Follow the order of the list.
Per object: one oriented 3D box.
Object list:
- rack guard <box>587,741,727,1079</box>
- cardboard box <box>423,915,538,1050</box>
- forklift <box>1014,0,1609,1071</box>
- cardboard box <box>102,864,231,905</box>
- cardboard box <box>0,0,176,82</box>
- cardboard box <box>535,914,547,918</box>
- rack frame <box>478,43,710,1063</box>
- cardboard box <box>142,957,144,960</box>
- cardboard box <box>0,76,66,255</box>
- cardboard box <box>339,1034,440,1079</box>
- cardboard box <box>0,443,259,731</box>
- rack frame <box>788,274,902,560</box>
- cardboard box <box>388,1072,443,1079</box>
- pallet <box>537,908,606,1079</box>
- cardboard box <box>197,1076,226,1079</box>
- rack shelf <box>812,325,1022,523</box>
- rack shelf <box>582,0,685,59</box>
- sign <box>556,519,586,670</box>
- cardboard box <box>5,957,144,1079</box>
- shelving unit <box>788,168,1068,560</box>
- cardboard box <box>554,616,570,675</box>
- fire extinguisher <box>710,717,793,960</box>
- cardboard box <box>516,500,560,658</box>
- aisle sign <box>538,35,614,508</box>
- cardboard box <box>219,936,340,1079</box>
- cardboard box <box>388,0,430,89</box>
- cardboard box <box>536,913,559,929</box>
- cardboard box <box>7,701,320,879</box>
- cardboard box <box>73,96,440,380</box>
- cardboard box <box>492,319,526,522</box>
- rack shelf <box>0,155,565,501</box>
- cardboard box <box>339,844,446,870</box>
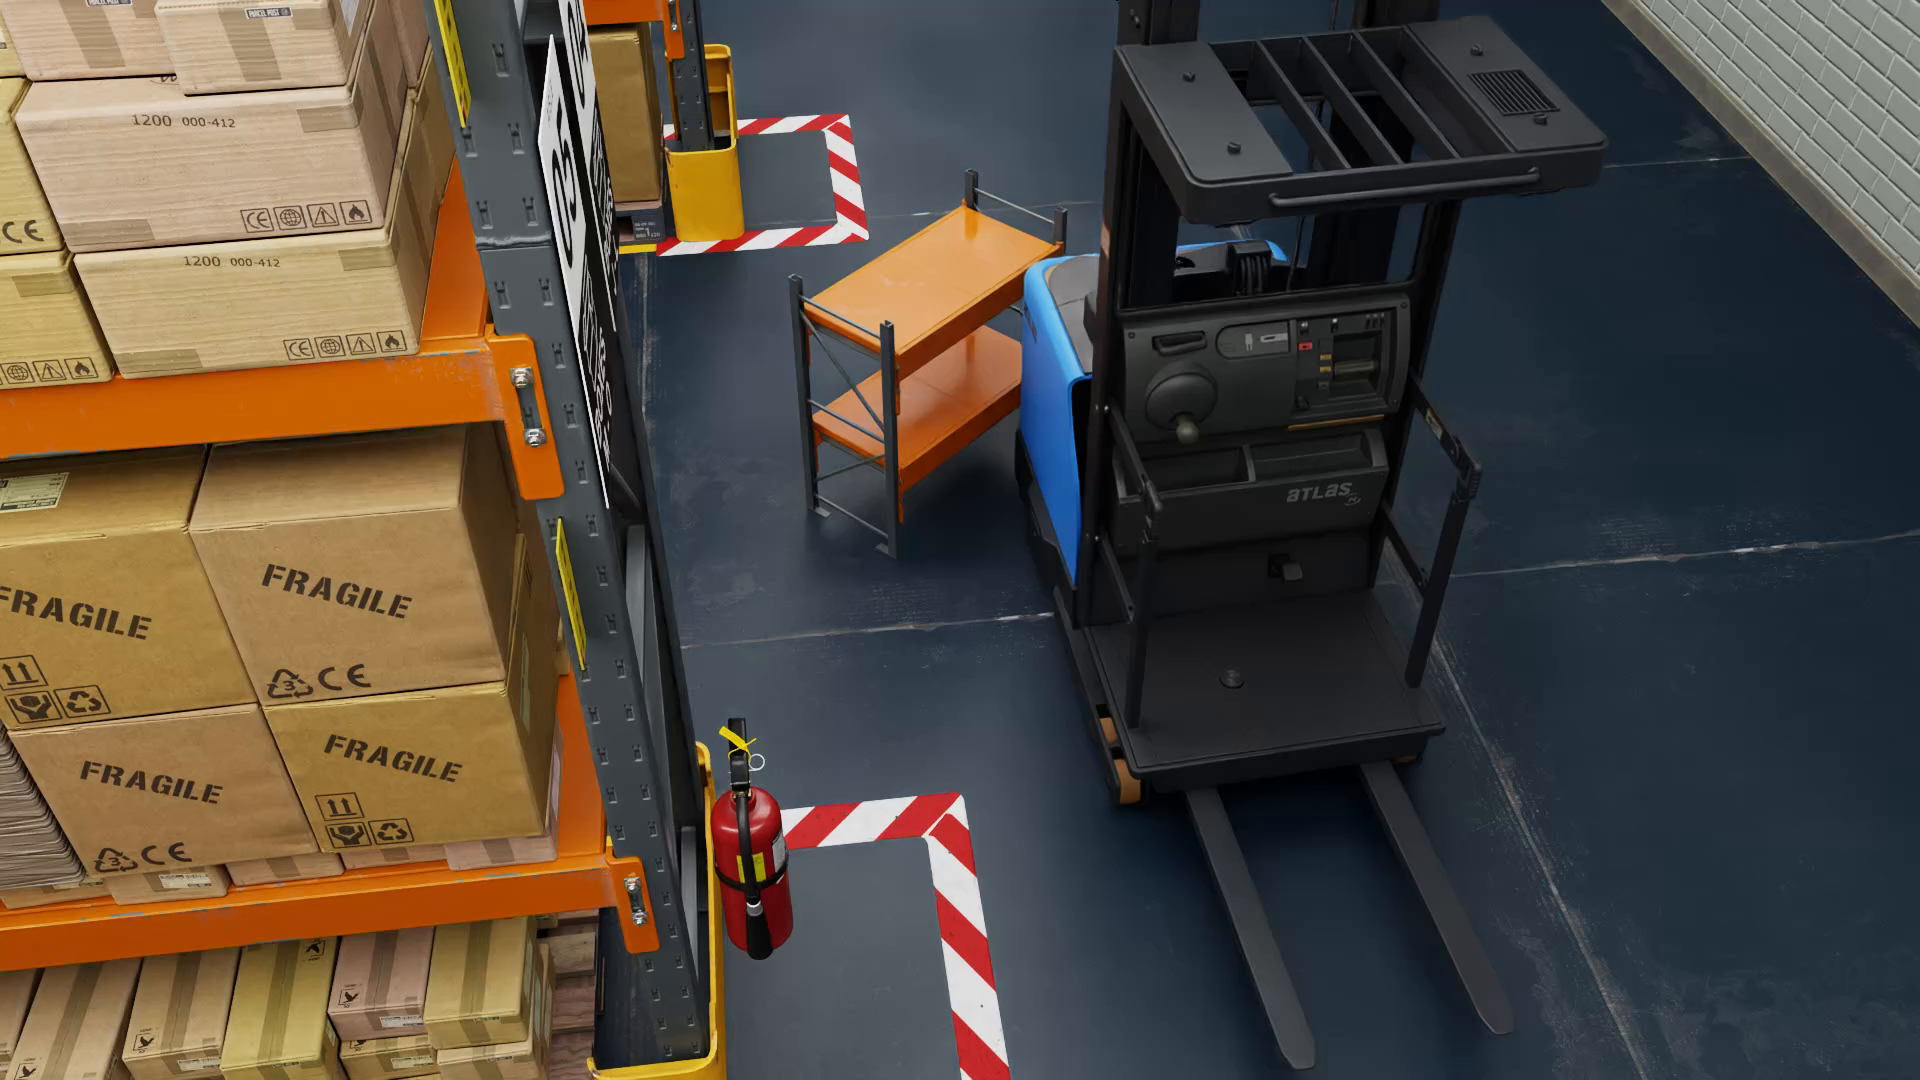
[{"bbox_3d":[-0.895,1.222,5.022,0.348,0.500,1.175,-5,42,-6],"label":"rack guard"},{"bbox_3d":[-1.312,1.184,4.569,0.250,0.149,0.380,-5,42,-5],"label":"cardboard box"},{"bbox_3d":[1.005,-0.448,5.059,1.130,2.935,3.031,-7,43,-8],"label":"forklift"},{"bbox_3d":[-1.855,0.663,3.963,0.250,0.149,0.380,-4,42,-4],"label":"cardboard box"},{"bbox_3d":[-1.366,-0.910,2.721,0.250,0.149,0.380,-4,42,-5],"label":"cardboard box"},{"bbox_3d":[-1.373,0.955,5.045,0.250,0.149,0.380,-3,42,-4],"label":"cardboard box"},{"bbox_3d":[-0.820,0.287,4.192,0.127,3.000,1.000,-5,42,-6],"label":"rack frame"},{"bbox_3d":[-2.402,1.057,4.931,0.250,0.149,0.380,-7,43,-8],"label":"cardboard box"},{"bbox_3d":[-1.750,-0.702,2.788,0.500,0.250,0.500,-6,42,-7],"label":"cardboard box"},{"bbox_3d":[-1.572,1.302,4.660,0.250,0.149,0.380,-6,42,-7],"label":"cardboard box"},{"bbox_3d":[-1.744,0.018,3.448,0.500,0.500,0.500,-6,42,-7],"label":"cardboard box"},{"bbox_3d":[-0.435,-0.454,6.414,0.500,1.125,0.032,30,50,29],"label":"rack frame"},{"bbox_3d":[-1.557,1.464,4.702,0.250,0.149,0.380,-4,42,-4],"label":"cardboard box"},{"bbox_3d":[-1.705,1.377,5.066,1.213,0.211,1.003,-5,42,-6],"label":"pallet"},{"bbox_3d":[-2.101,1.316,4.644,0.250,0.149,0.380,-5,42,-6],"label":"cardboard box"},{"bbox_3d":[-0.107,-0.533,6.866,0.538,0.278,1.000,30,50,29],"label":"rack shelf"},{"bbox_3d":[-3.346,-2.575,7.902,4.000,0.370,1.077,-5,42,-6],"label":"rack shelf"},{"bbox_3d":[-0.768,0.110,3.288,0.005,0.325,0.100,-5,42,-6],"label":"sign"},{"bbox_3d":[-2.333,1.315,4.424,0.250,0.149,0.380,-4,42,-4],"label":"cardboard box"},{"bbox_3d":[-0.107,-0.714,6.702,0.538,1.125,1.048,30,50,29],"label":"shelving unit"},{"bbox_3d":[-1.184,0.191,4.486,0.250,0.149,0.380,-5,42,-6],"label":"cardboard box"},{"bbox_3d":[-0.510,0.739,4.027,0.183,0.674,0.296,-5,42,-6],"label":"fire extinguisher"},{"bbox_3d":[-1.301,-0.005,4.219,0.500,0.500,0.500,-3,42,-3],"label":"cardboard box"},{"bbox_3d":[-0.708,-0.485,3.107,0.004,0.787,0.394,-5,42,-6],"label":"aisle sign"},{"bbox_3d":[-1.809,1.274,4.469,0.250,0.149,0.380,-6,42,-6],"label":"cardboard box"},{"bbox_3d":[-1.299,-1.090,3.218,0.500,0.250,0.500,-4,42,-5],"label":"cardboard box"},{"bbox_3d":[-1.381,1.023,5.191,0.250,0.149,0.380,-4,42,-5],"label":"cardboard box"},{"bbox_3d":[-1.743,0.391,3.780,0.500,0.500,0.500,-6,42,-6],"label":"cardboard box"},{"bbox_3d":[-1.237,-0.555,2.999,0.500,0.250,0.500,-6,42,-6],"label":"cardboard box"},{"bbox_3d":[-1.299,-0.369,3.876,0.500,0.500,0.500,-5,42,-6],"label":"cardboard box"},{"bbox_3d":[-2.803,-0.386,3.235,4.000,0.370,1.077,-5,42,-6],"label":"rack shelf"},{"bbox_3d":[-1.358,0.593,4.040,0.250,0.149,0.380,-5,42,-6],"label":"cardboard box"}]
